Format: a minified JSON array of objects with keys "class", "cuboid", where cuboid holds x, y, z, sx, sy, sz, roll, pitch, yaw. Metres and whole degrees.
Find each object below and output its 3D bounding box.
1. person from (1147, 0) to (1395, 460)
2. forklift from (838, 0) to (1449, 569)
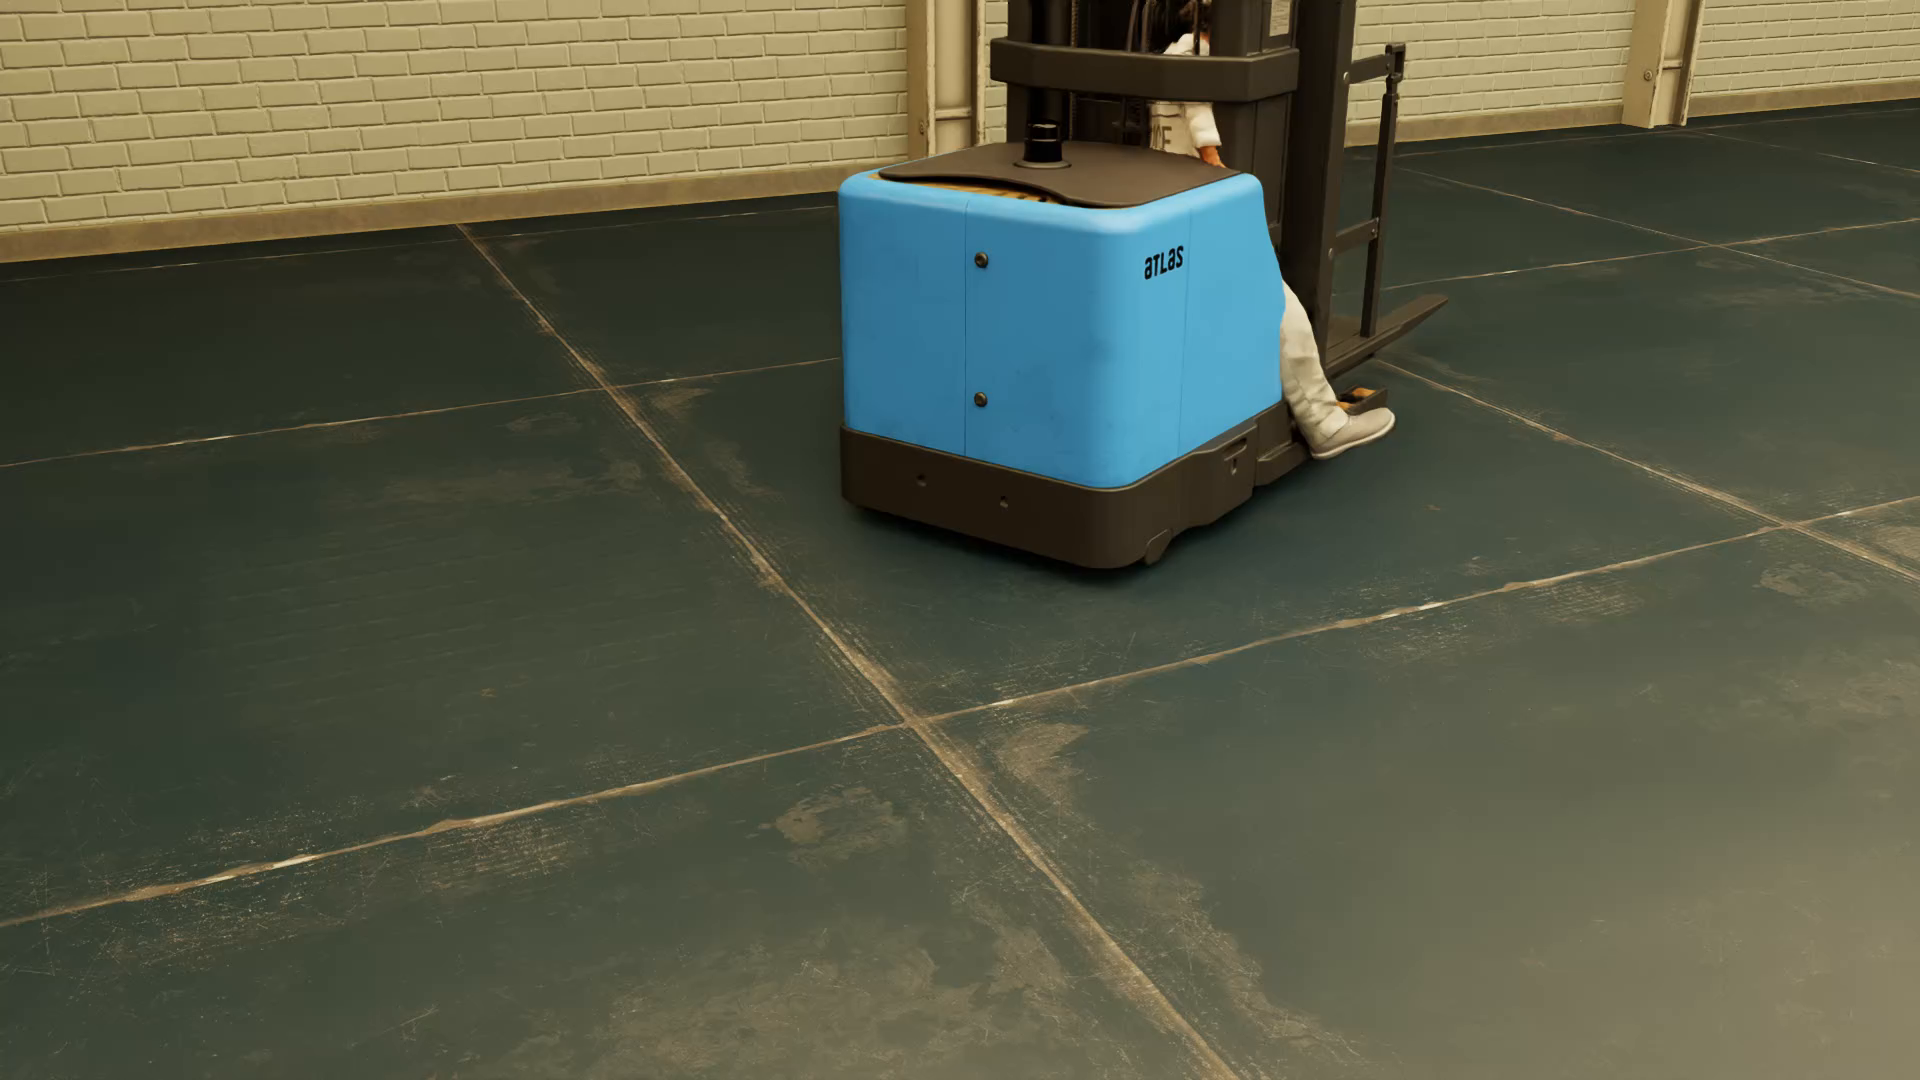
[{"class":"person","cuboid":[0.916,-1.017,5.392,1.000,1.529,0.864,-3,23,-7]},{"class":"forklift","cuboid":[0.896,-1.776,5.562,1.130,2.935,3.031,16,27,33]}]
